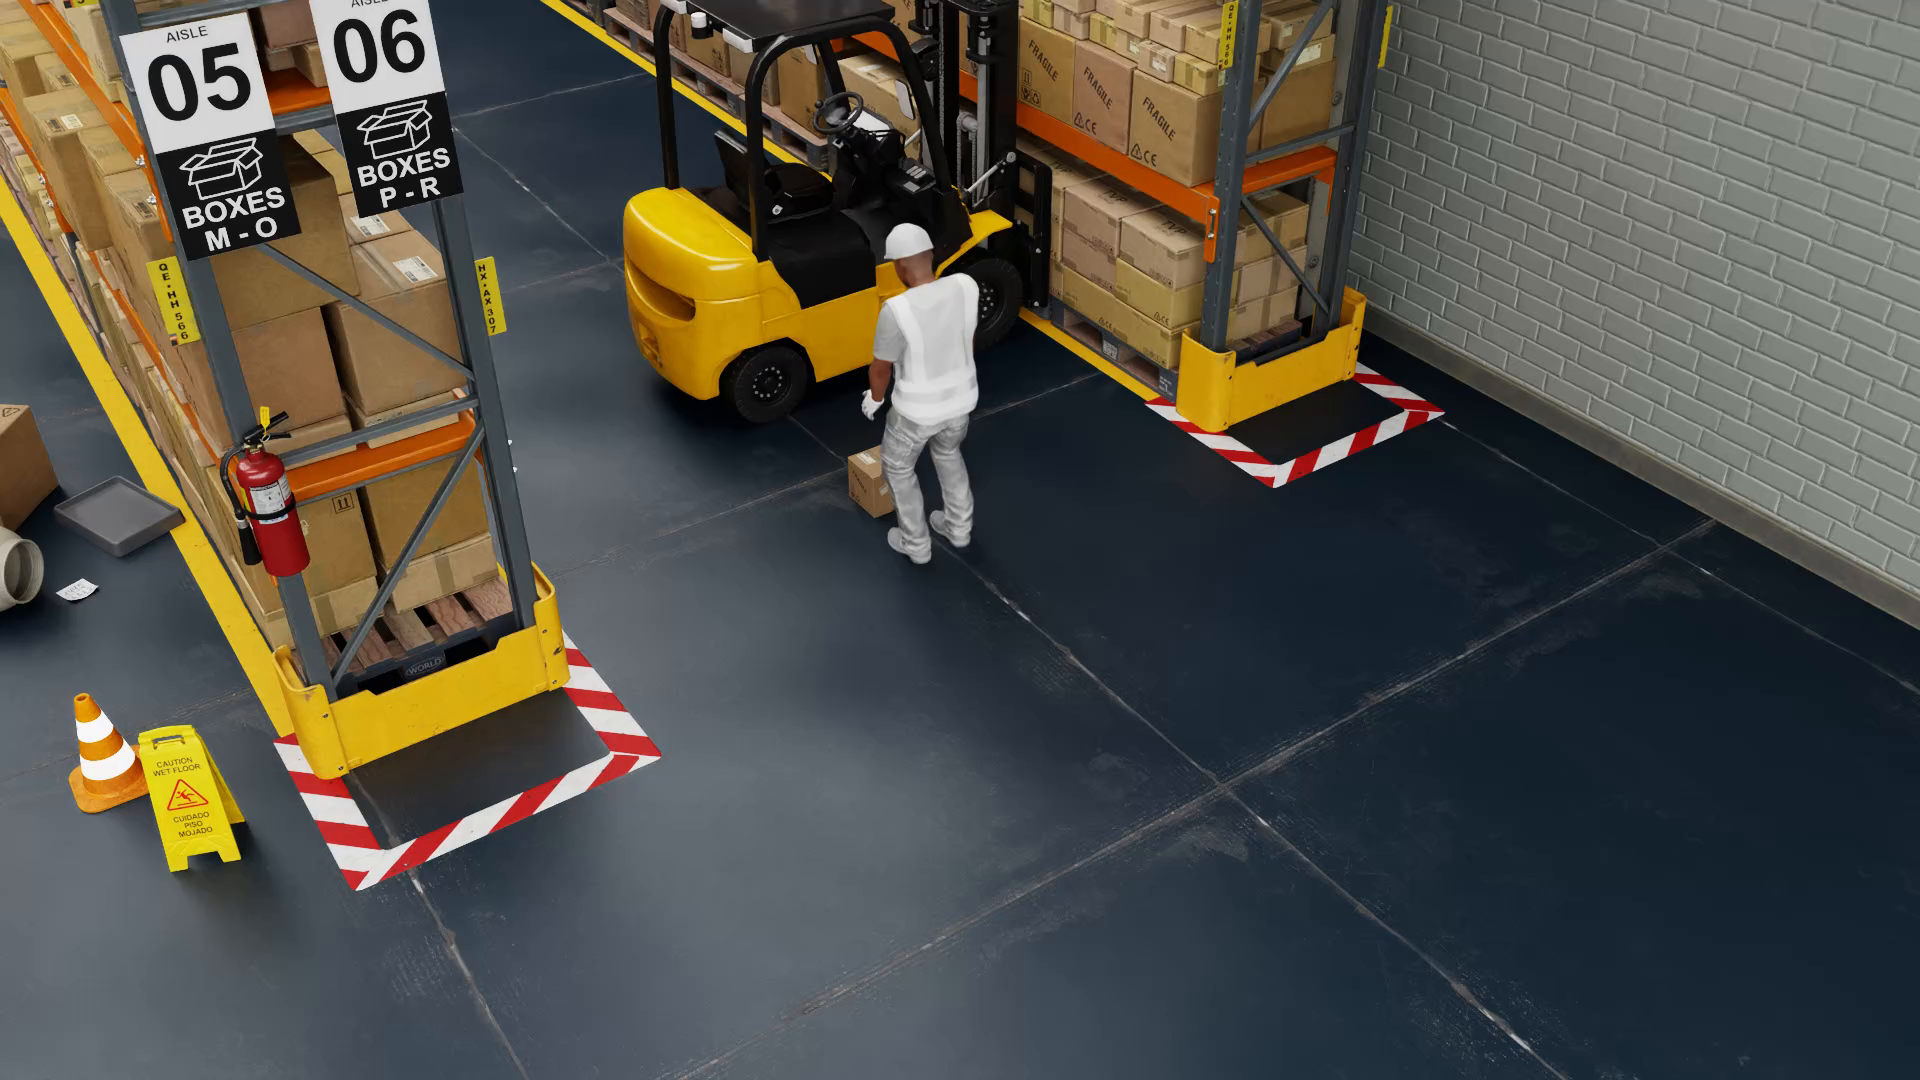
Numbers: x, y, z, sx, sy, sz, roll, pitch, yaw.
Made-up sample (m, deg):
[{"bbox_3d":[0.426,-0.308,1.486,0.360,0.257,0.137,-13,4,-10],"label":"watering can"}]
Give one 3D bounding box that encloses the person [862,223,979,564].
[{"bbox_3d":[-0.178,-0.680,7.967,0.573,1.732,0.458,-21,41,-27],"label":"person"}]
